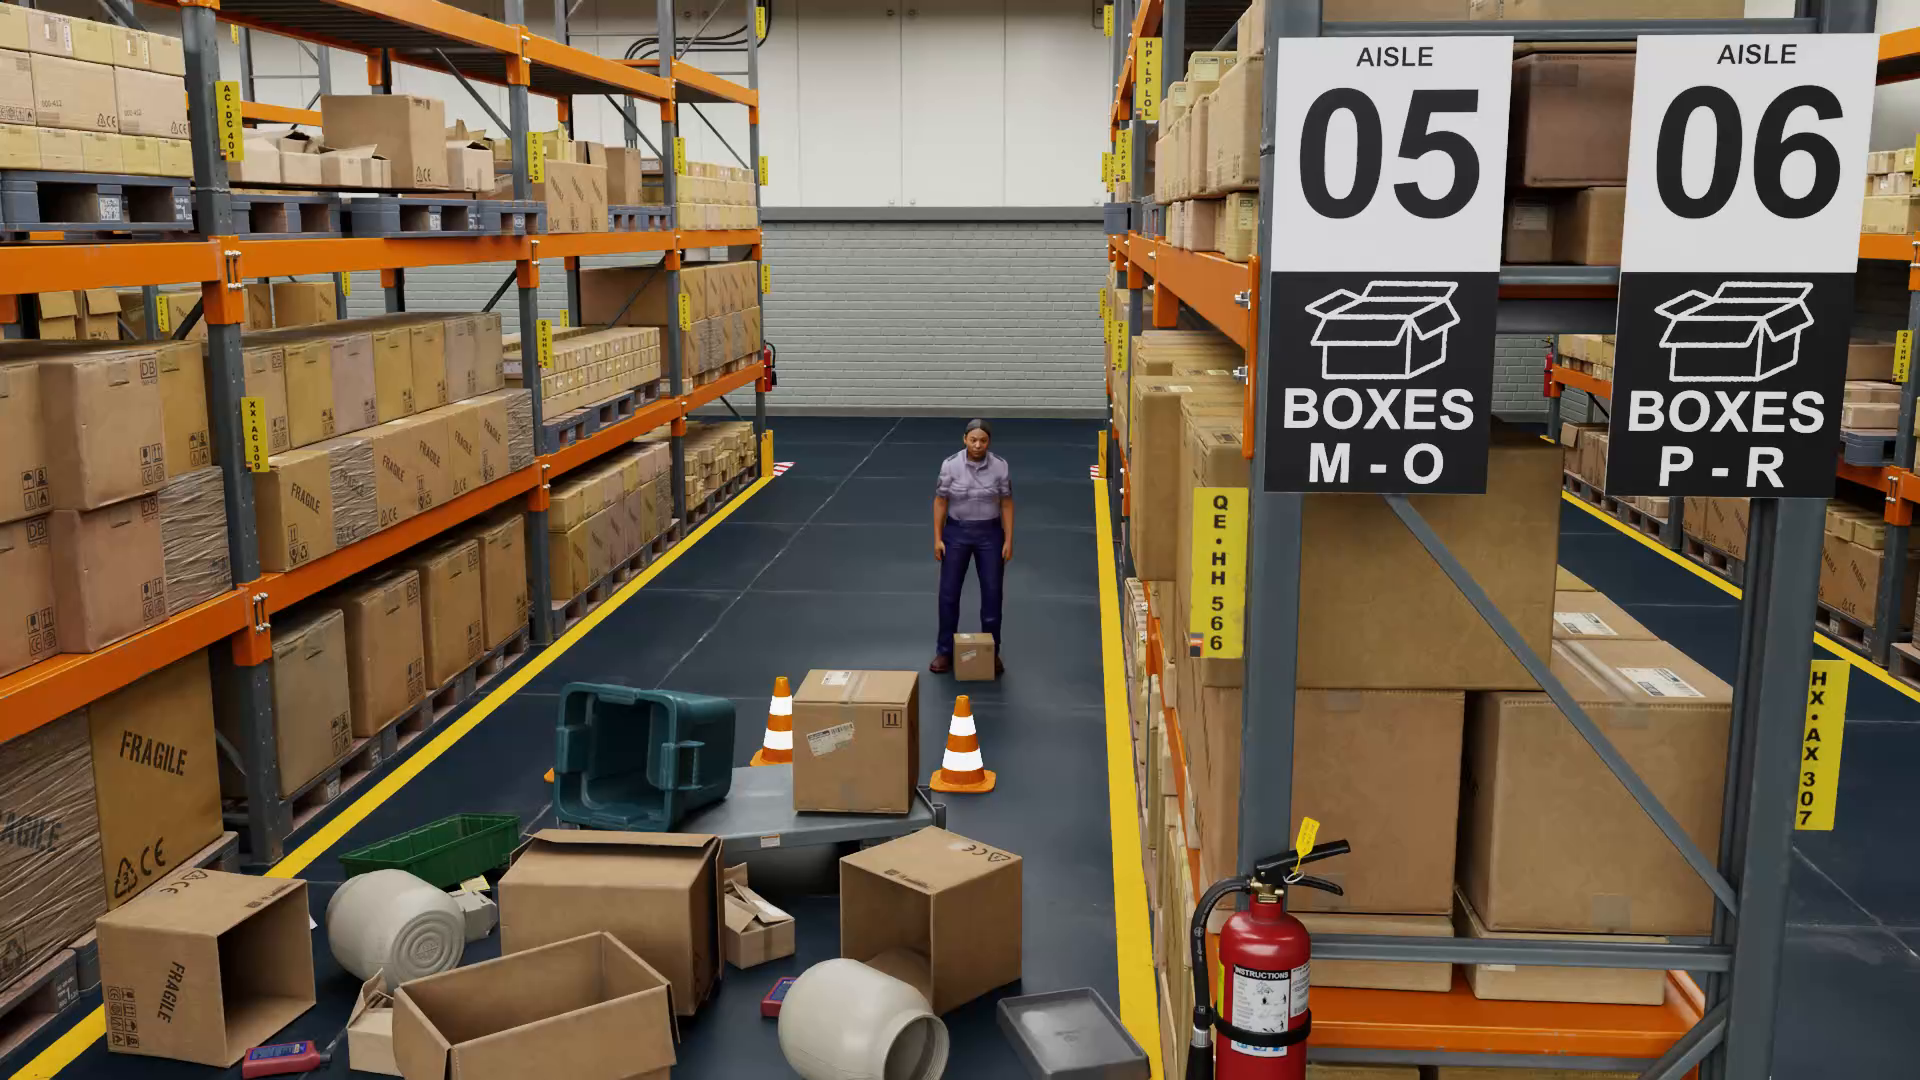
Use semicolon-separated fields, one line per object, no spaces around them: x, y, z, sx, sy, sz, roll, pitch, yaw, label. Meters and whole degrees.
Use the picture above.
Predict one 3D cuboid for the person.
0.074;0.023;10.833;0.557;1.650;0.372;0;11;-2;person
